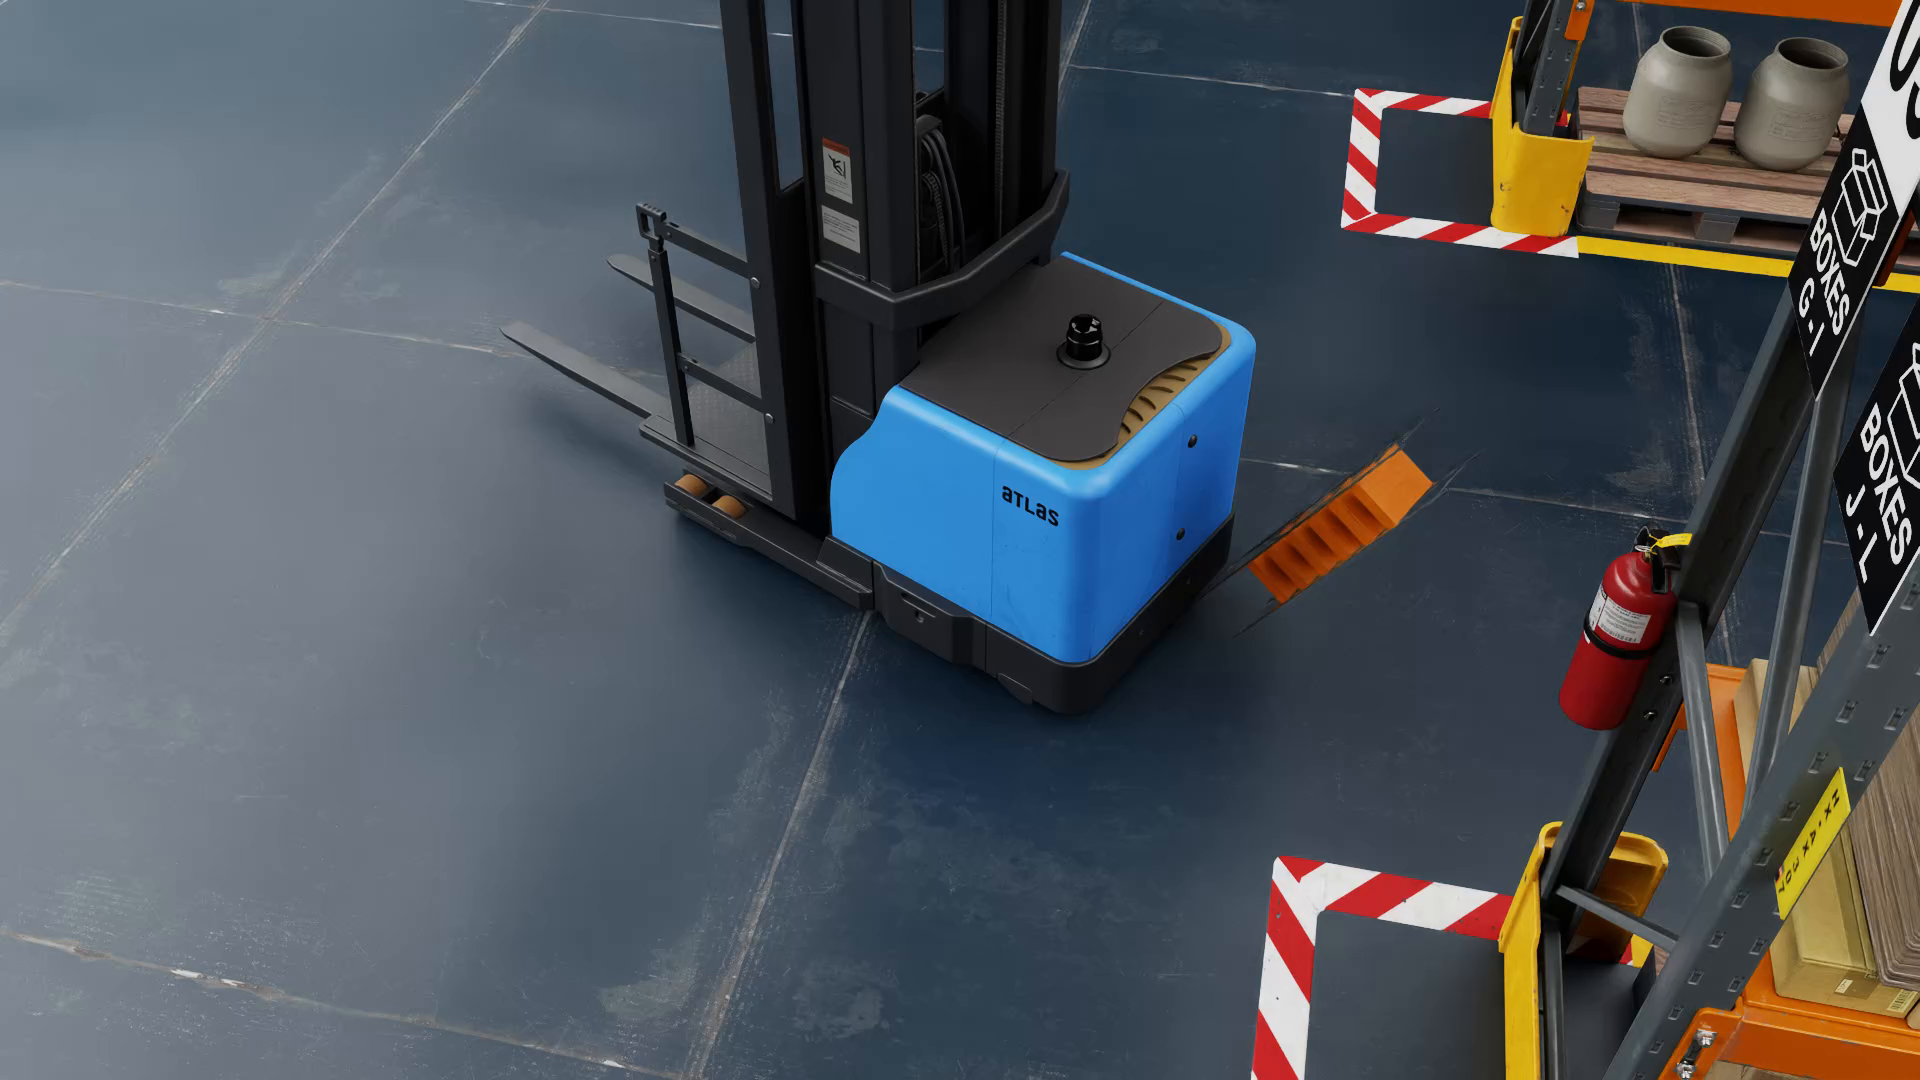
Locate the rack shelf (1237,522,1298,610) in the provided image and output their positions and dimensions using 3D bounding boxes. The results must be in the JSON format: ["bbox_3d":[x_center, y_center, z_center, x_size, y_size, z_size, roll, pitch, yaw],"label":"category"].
[{"bbox_3d":[1.103,0.086,5.694,0.180,0.103,0.258,48,56,3],"label":"rack shelf"}]

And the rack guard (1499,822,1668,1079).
[{"bbox_3d":[1.680,1.389,4.446,0.348,0.500,1.175,9,45,9],"label":"rack guard"}]

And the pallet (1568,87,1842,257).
[{"bbox_3d":[3.564,-1.764,7.930,1.213,0.211,1.003,9,45,9],"label":"pallet"}]

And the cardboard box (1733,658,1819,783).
[{"bbox_3d":[1.929,0.471,3.778,0.250,0.149,0.380,9,45,9],"label":"cardboard box"}]

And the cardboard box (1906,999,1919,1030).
[{"bbox_3d":[2.072,0.823,3.413,0.250,0.149,0.380,9,45,9],"label":"cardboard box"}]

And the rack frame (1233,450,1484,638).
[{"bbox_3d":[1.275,0.038,5.455,0.006,1.200,0.240,48,56,3],"label":"rack frame"}]

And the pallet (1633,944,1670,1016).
[{"bbox_3d":[2.465,1.640,4.393,1.213,0.211,1.003,9,45,9],"label":"pallet"}]

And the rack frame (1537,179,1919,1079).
[{"bbox_3d":[1.606,0.477,3.591,0.127,3.000,1.000,9,45,9],"label":"rack frame"}]

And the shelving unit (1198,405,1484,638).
[{"bbox_3d":[1.214,-0.029,5.459,0.189,1.200,0.258,48,56,3],"label":"shelving unit"}]

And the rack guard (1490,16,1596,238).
[{"bbox_3d":[2.772,-1.994,7.961,0.348,0.500,1.175,9,45,9],"label":"rack guard"}]

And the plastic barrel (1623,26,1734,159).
[{"bbox_3d":[3.347,-2.082,7.741,0.421,0.512,0.421,0,44,0],"label":"plastic barrel"}]

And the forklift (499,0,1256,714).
[{"bbox_3d":[-0.496,-1.319,5.507,3.031,2.935,1.130,28,50,26],"label":"forklift"}]

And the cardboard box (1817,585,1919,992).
[{"bbox_3d":[2.137,0.436,3.347,0.500,0.500,0.875,9,45,9],"label":"cardboard box"}]

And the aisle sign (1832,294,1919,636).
[{"bbox_3d":[1.480,-0.266,2.488,0.004,0.787,0.394,9,45,9],"label":"aisle sign"}]

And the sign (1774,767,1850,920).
[{"bbox_3d":[1.488,0.533,2.909,0.005,0.325,0.100,9,45,9],"label":"sign"}]

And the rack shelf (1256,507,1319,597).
[{"bbox_3d":[1.150,0.038,5.595,0.180,0.103,0.258,48,56,3],"label":"rack shelf"}]

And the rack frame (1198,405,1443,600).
[{"bbox_3d":[1.152,-0.097,5.463,0.006,1.200,0.240,48,56,3],"label":"rack frame"}]

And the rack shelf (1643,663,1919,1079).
[{"bbox_3d":[3.558,1.039,3.526,4.000,0.370,1.077,9,45,9],"label":"rack shelf"}]

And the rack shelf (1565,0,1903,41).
[{"bbox_3d":[4.639,-2.313,7.008,4.000,0.370,1.077,9,45,9],"label":"rack shelf"}]

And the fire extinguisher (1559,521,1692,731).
[{"bbox_3d":[1.595,0.176,3.960,0.183,0.674,0.296,9,45,9],"label":"fire extinguisher"}]

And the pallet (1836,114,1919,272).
[{"bbox_3d":[4.751,-1.577,7.737,1.213,0.211,1.003,9,45,9],"label":"pallet"}]

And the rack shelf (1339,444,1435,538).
[{"bbox_3d":[1.336,-0.158,5.198,0.180,0.103,0.258,48,56,3],"label":"rack shelf"}]

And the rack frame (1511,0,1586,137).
[{"bbox_3d":[2.688,-2.875,7.073,0.127,3.000,1.000,9,45,9],"label":"rack frame"}]

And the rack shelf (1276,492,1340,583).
[{"bbox_3d":[1.196,-0.011,5.496,0.180,0.103,0.258,48,56,3],"label":"rack shelf"}]

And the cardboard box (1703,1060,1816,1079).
[{"bbox_3d":[2.212,1.333,4.202,0.500,0.500,0.500,17,46,17],"label":"cardboard box"}]

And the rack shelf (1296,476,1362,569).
[{"bbox_3d":[1.243,-0.060,5.396,0.180,0.103,0.258,48,56,3],"label":"rack shelf"}]

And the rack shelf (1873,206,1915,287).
[{"bbox_3d":[3.558,-0.041,2.486,4.000,0.370,1.077,9,45,9],"label":"rack shelf"}]

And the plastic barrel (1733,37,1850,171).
[{"bbox_3d":[3.836,-2.006,7.662,0.421,0.512,0.421,0,44,0],"label":"plastic barrel"}]

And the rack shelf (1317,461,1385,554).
[{"bbox_3d":[1.289,-0.109,5.297,0.180,0.103,0.258,48,56,3],"label":"rack shelf"}]

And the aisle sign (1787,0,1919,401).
[{"bbox_3d":[1.611,-0.672,2.910,0.004,0.787,0.394,9,45,9],"label":"aisle sign"}]

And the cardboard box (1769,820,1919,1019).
[{"bbox_3d":[1.832,0.772,3.466,0.250,0.149,0.380,9,45,9],"label":"cardboard box"}]
